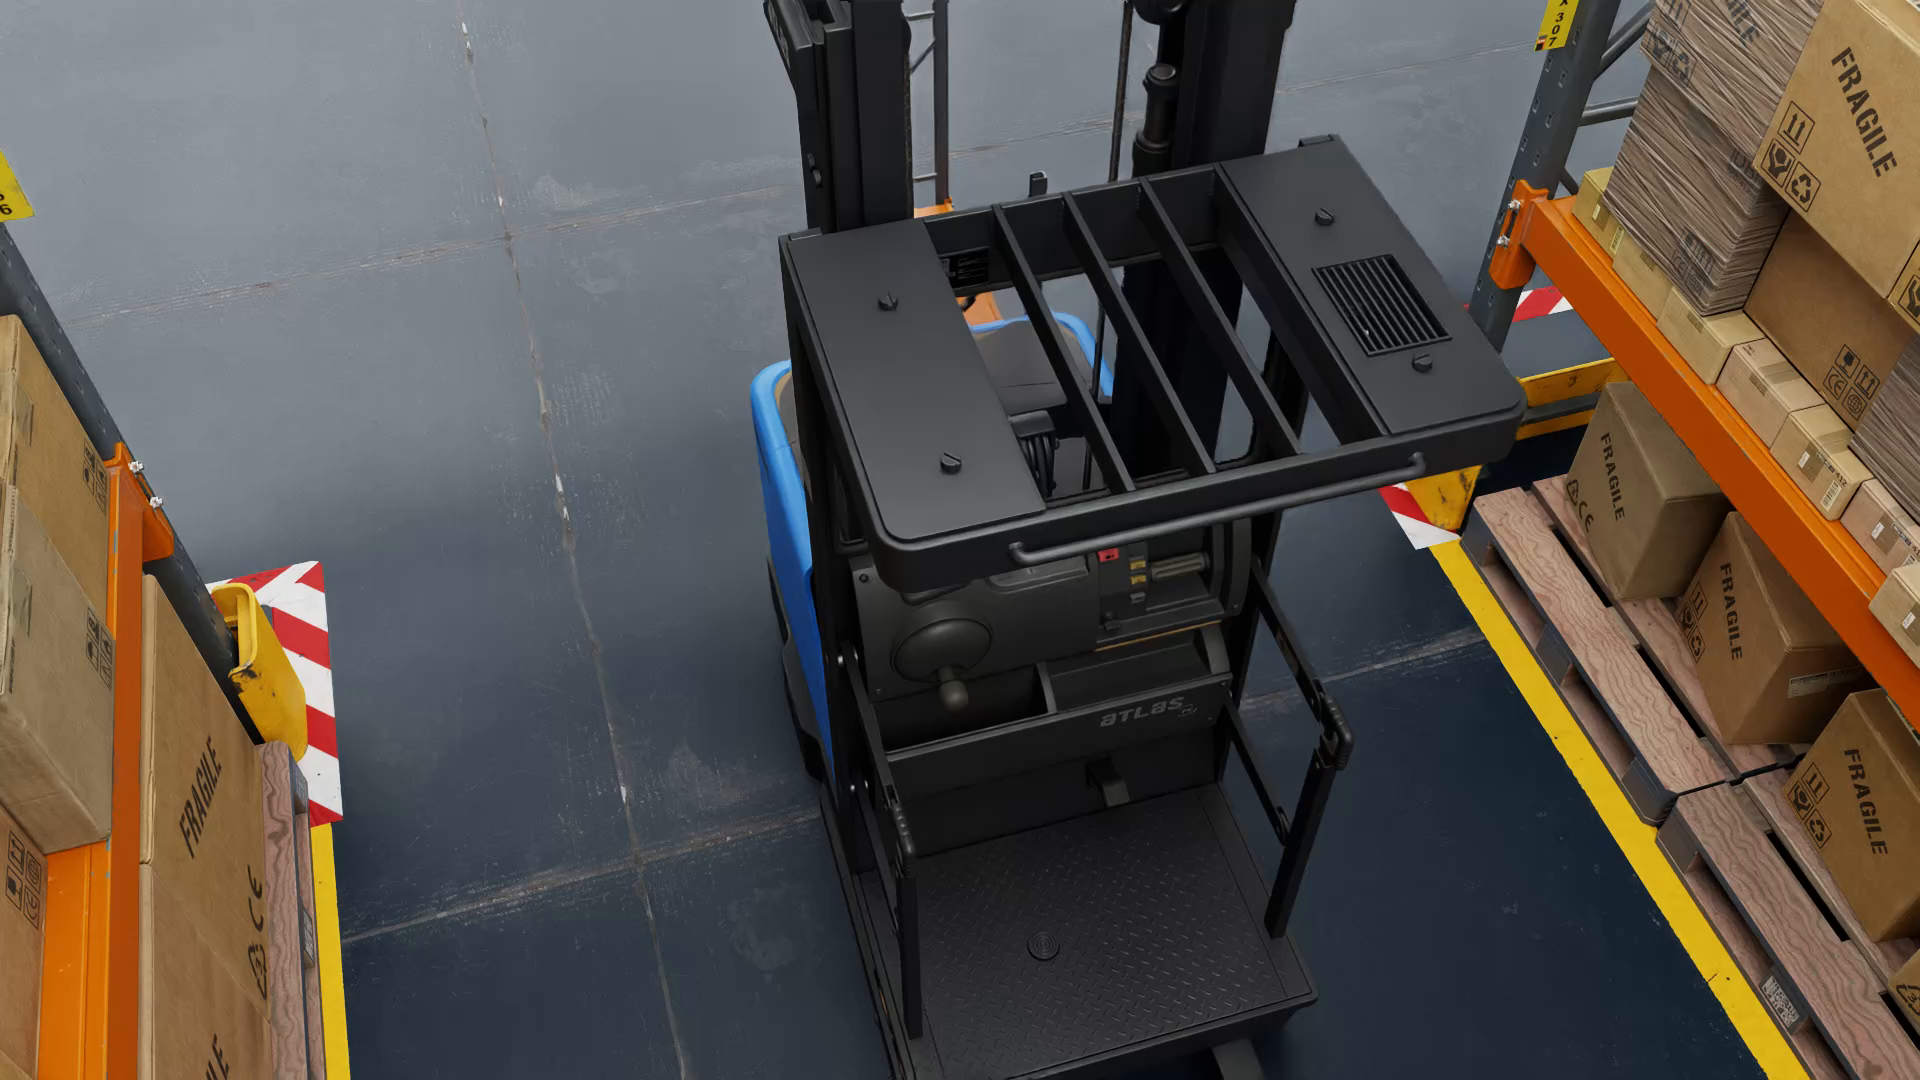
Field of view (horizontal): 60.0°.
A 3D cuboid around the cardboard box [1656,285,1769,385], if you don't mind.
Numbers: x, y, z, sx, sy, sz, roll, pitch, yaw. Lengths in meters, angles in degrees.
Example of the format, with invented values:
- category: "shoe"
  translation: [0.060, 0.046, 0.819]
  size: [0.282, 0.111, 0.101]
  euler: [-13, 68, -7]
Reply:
- category: "cardboard box"
  translation: [2.114, -0.585, 4.446]
  size: [0.380, 0.149, 0.250]
  euler: [-13, 51, -11]

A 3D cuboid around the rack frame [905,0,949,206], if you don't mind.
- category: "rack frame"
  translation: [-0.283, -1.233, 5.808]
  size: [0.500, 1.500, 0.032]
  euler: [-13, 51, -10]

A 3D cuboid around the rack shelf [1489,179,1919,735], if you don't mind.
- category: "rack shelf"
  translation: [2.734, 0.391, 3.929]
  size: [1.077, 0.370, 4.000]
  euler: [-13, 51, -11]

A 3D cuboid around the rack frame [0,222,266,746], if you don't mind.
- category: "rack frame"
  translation: [-2.626, -0.254, 4.002]
  size: [1.000, 3.000, 0.127]
  euler: [-13, 51, -11]

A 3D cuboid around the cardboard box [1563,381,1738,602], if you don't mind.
- category: "cardboard box"
  translation: [2.311, -0.171, 5.293]
  size: [0.500, 0.500, 0.500]
  euler: [-5, 50, -4]

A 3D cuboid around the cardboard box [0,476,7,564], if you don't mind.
- category: "cardboard box"
  translation: [-2.302, 0.011, 2.975]
  size: [0.875, 0.550, 0.550]
  euler: [-13, 51, -11]

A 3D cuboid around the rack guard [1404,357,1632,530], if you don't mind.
- category: "rack guard"
  translation: [2.165, -0.440, 5.794]
  size: [1.175, 0.500, 0.348]
  euler: [-13, 51, -11]

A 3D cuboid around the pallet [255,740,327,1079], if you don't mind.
- category: "pallet"
  translation: [-2.315, 1.211, 4.591]
  size: [1.003, 0.211, 1.213]
  euler: [-13, 51, -11]

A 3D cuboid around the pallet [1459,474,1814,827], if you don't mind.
- category: "pallet"
  translation: [2.371, 0.254, 5.398]
  size: [1.003, 0.211, 1.213]
  euler: [-13, 51, -11]

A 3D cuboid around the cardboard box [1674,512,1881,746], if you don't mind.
- category: "cardboard box"
  translation: [2.520, 0.258, 4.931]
  size: [0.500, 0.500, 0.500]
  euler: [-2, 50, -1]

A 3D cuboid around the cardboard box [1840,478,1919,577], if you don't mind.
- category: "cardboard box"
  translation: [2.375, -0.047, 3.992]
  size: [0.380, 0.149, 0.250]
  euler: [-13, 51, -11]

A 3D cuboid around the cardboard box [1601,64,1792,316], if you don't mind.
- category: "cardboard box"
  translation: [2.279, -1.022, 4.389]
  size: [0.875, 0.500, 0.500]
  euler: [-13, 51, -11]

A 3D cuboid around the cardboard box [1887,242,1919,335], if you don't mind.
- category: "cardboard box"
  translation: [2.335, -0.557, 3.344]
  size: [0.500, 0.500, 0.500]
  euler: [-13, 51, -11]

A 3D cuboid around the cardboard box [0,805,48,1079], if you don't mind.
- category: "cardboard box"
  translation: [-2.244, 0.793, 3.022]
  size: [0.875, 0.550, 0.550]
  euler: [-13, 51, -11]

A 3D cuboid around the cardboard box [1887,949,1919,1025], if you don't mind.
- category: "cardboard box"
  translation: [2.810, 1.137, 4.190]
  size: [0.500, 0.500, 0.500]
  euler: [-17, 52, -14]

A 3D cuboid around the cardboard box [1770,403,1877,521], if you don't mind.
- category: "cardboard box"
  translation: [2.275, -0.223, 4.141]
  size: [0.380, 0.149, 0.250]
  euler: [-13, 51, -11]

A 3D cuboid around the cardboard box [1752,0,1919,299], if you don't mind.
- category: "cardboard box"
  translation: [2.186, -0.922, 3.651]
  size: [0.500, 0.500, 0.500]
  euler: [-13, 51, -11]

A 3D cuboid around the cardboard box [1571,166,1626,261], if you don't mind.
- category: "cardboard box"
  translation: [1.999, -0.958, 4.760]
  size: [0.380, 0.149, 0.250]
  euler: [-13, 51, -11]

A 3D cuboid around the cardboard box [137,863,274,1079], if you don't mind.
- category: "cardboard box"
  translation: [-2.100, 1.418, 3.707]
  size: [0.875, 0.875, 0.875]
  euler: [-14, 51, -12]

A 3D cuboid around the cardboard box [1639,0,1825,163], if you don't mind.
- category: "cardboard box"
  translation: [2.044, -1.288, 3.960]
  size: [0.500, 0.500, 0.500]
  euler: [-13, 51, -11]

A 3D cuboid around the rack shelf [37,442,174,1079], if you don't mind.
- category: "rack shelf"
  translation: [-2.034, 1.439, 3.046]
  size: [1.077, 0.370, 4.000]
  euler: [-13, 51, -11]

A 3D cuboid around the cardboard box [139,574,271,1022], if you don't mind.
- category: "cardboard box"
  translation: [-2.362, 0.776, 4.249]
  size: [0.875, 0.875, 0.875]
  euler: [-13, 51, -11]

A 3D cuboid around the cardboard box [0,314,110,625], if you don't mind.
- category: "cardboard box"
  translation: [-2.473, -0.041, 3.725]
  size: [0.875, 0.550, 0.550]
  euler: [-13, 51, -11]

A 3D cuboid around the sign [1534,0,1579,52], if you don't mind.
- category: "sign"
  translation: [1.624, -1.458, 4.451]
  size: [0.100, 0.325, 0.005]
  euler: [-13, 51, -11]

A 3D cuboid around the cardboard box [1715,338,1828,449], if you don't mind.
- category: "cardboard box"
  translation: [2.208, -0.407, 4.296]
  size: [0.380, 0.149, 0.250]
  euler: [-13, 51, -11]

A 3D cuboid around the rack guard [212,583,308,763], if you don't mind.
- category: "rack guard"
  translation: [-2.633, 0.534, 4.972]
  size: [1.175, 0.500, 0.348]
  euler: [-13, 51, -11]

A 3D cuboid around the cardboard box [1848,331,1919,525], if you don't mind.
- category: "cardboard box"
  translation: [2.648, -0.308, 3.788]
  size: [0.875, 0.500, 0.500]
  euler: [-13, 51, -11]

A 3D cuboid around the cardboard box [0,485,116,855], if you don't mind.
- category: "cardboard box"
  translation: [-2.289, 0.356, 3.390]
  size: [0.875, 0.550, 0.550]
  euler: [-13, 51, -11]

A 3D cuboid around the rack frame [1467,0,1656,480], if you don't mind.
- category: "rack frame"
  translation: [2.142, -1.301, 4.885]
  size: [1.000, 3.000, 0.127]
  euler: [-13, 51, -11]

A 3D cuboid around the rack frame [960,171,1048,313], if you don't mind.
- category: "rack frame"
  translation: [0.001, -0.486, 5.179]
  size: [0.500, 1.500, 0.032]
  euler: [-13, 51, -10]

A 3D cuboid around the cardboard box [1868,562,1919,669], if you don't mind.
- category: "cardboard box"
  translation: [2.350, 0.159, 3.818]
  size: [0.380, 0.149, 0.250]
  euler: [-13, 51, -11]

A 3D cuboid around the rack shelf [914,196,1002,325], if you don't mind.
- category: "rack shelf"
  translation: [-0.141, -0.744, 5.631]
  size: [0.538, 0.185, 1.000]
  euler: [-13, 51, -10]

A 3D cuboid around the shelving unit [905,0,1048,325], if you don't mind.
- category: "shelving unit"
  translation: [-0.139, -0.853, 5.488]
  size: [0.587, 1.500, 1.083]
  euler: [-13, 51, -10]

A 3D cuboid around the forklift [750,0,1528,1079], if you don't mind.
- category: "forklift"
  translation: [0.281, 0.230, 3.639]
  size: [1.130, 2.935, 3.031]
  euler: [-13, 51, -10]

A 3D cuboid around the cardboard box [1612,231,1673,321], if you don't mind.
- category: "cardboard box"
  translation: [2.054, -0.771, 4.603]
  size: [0.380, 0.149, 0.250]
  euler: [-13, 51, -11]

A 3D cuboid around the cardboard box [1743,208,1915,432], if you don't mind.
- category: "cardboard box"
  translation: [2.541, -0.683, 4.104]
  size: [0.875, 0.500, 0.500]
  euler: [-13, 51, -11]

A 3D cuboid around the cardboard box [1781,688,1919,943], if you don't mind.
- category: "cardboard box"
  translation: [2.687, 0.719, 4.542]
  size: [0.500, 0.500, 0.500]
  euler: [-9, 50, -8]

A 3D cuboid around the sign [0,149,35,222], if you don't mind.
- category: "sign"
  translation: [-2.103, -0.816, 3.564]
  size: [0.100, 0.325, 0.005]
  euler: [-13, 51, -11]

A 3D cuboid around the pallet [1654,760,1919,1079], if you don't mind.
- category: "pallet"
  translation: [2.728, 1.144, 4.648]
  size: [1.003, 0.211, 1.213]
  euler: [-13, 51, -11]
